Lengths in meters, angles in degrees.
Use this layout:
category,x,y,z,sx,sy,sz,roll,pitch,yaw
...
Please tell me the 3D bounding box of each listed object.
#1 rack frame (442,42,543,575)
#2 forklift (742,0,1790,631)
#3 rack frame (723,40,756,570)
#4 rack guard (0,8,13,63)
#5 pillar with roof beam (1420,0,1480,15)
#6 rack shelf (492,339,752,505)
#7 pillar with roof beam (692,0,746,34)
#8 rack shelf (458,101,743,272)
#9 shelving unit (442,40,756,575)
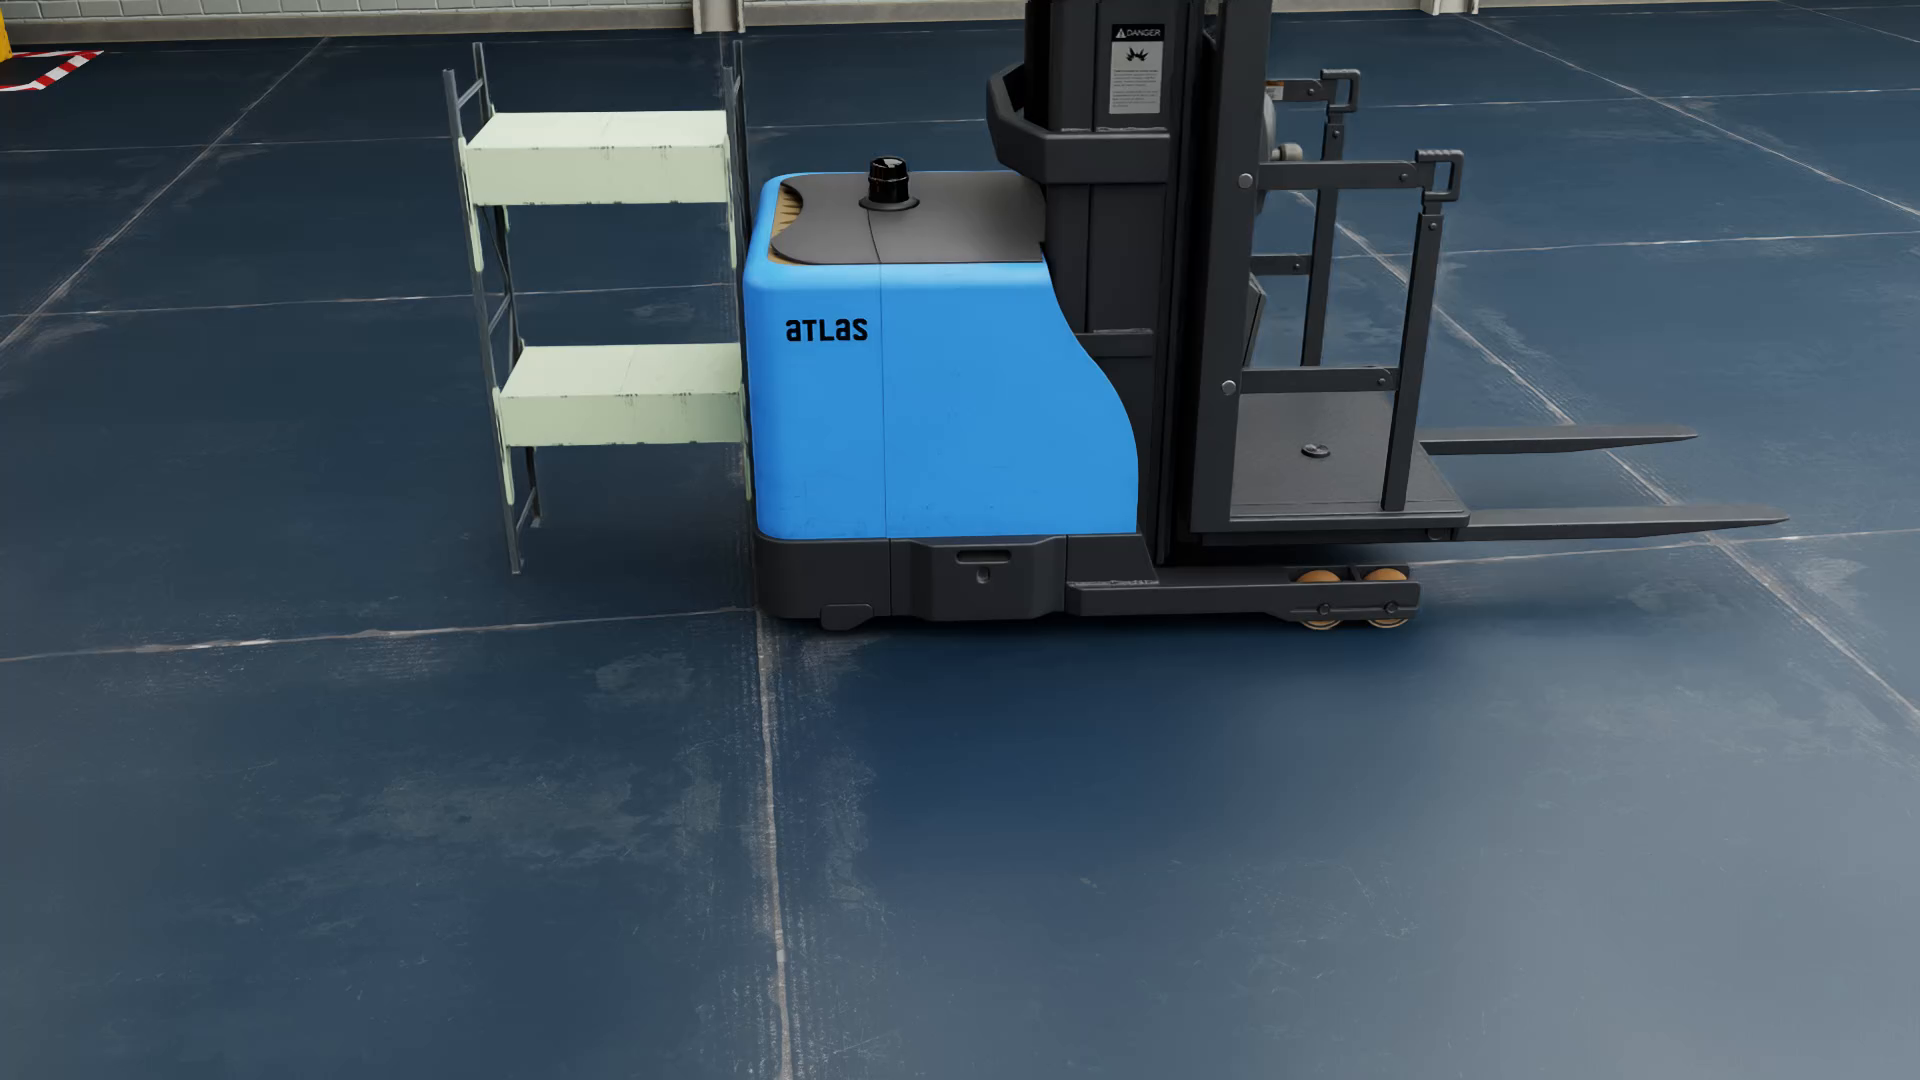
category,x,y,z,sx,sy,sz,roll,pitch,yaw
rack frame,-1.356,-0.652,4.879,0.023,1.500,0.400,-1,27,-2
forklift,0.915,-1.289,4.552,3.031,2.935,1.130,-1,27,-2
rack frame,-0.625,-0.668,4.910,0.023,1.500,0.400,-1,27,-2
rack guard,-6.992,-3.490,11.504,0.348,0.500,1.175,-4,27,-7
pillar with roof beam,4.652,-6.450,7.963,0.400,9.000,9.100,-4,27,-7
rack shelf,-0.990,-0.370,5.043,0.720,0.370,0.431,-1,27,-2
pillar with roof beam,-1.289,-6.068,7.219,0.400,9.000,9.100,-4,27,-7
rack shelf,-0.990,-1.008,4.716,0.720,0.370,0.431,-1,27,-2
shelving unit,-0.990,-0.660,4.894,0.755,1.500,0.431,-1,27,-2
